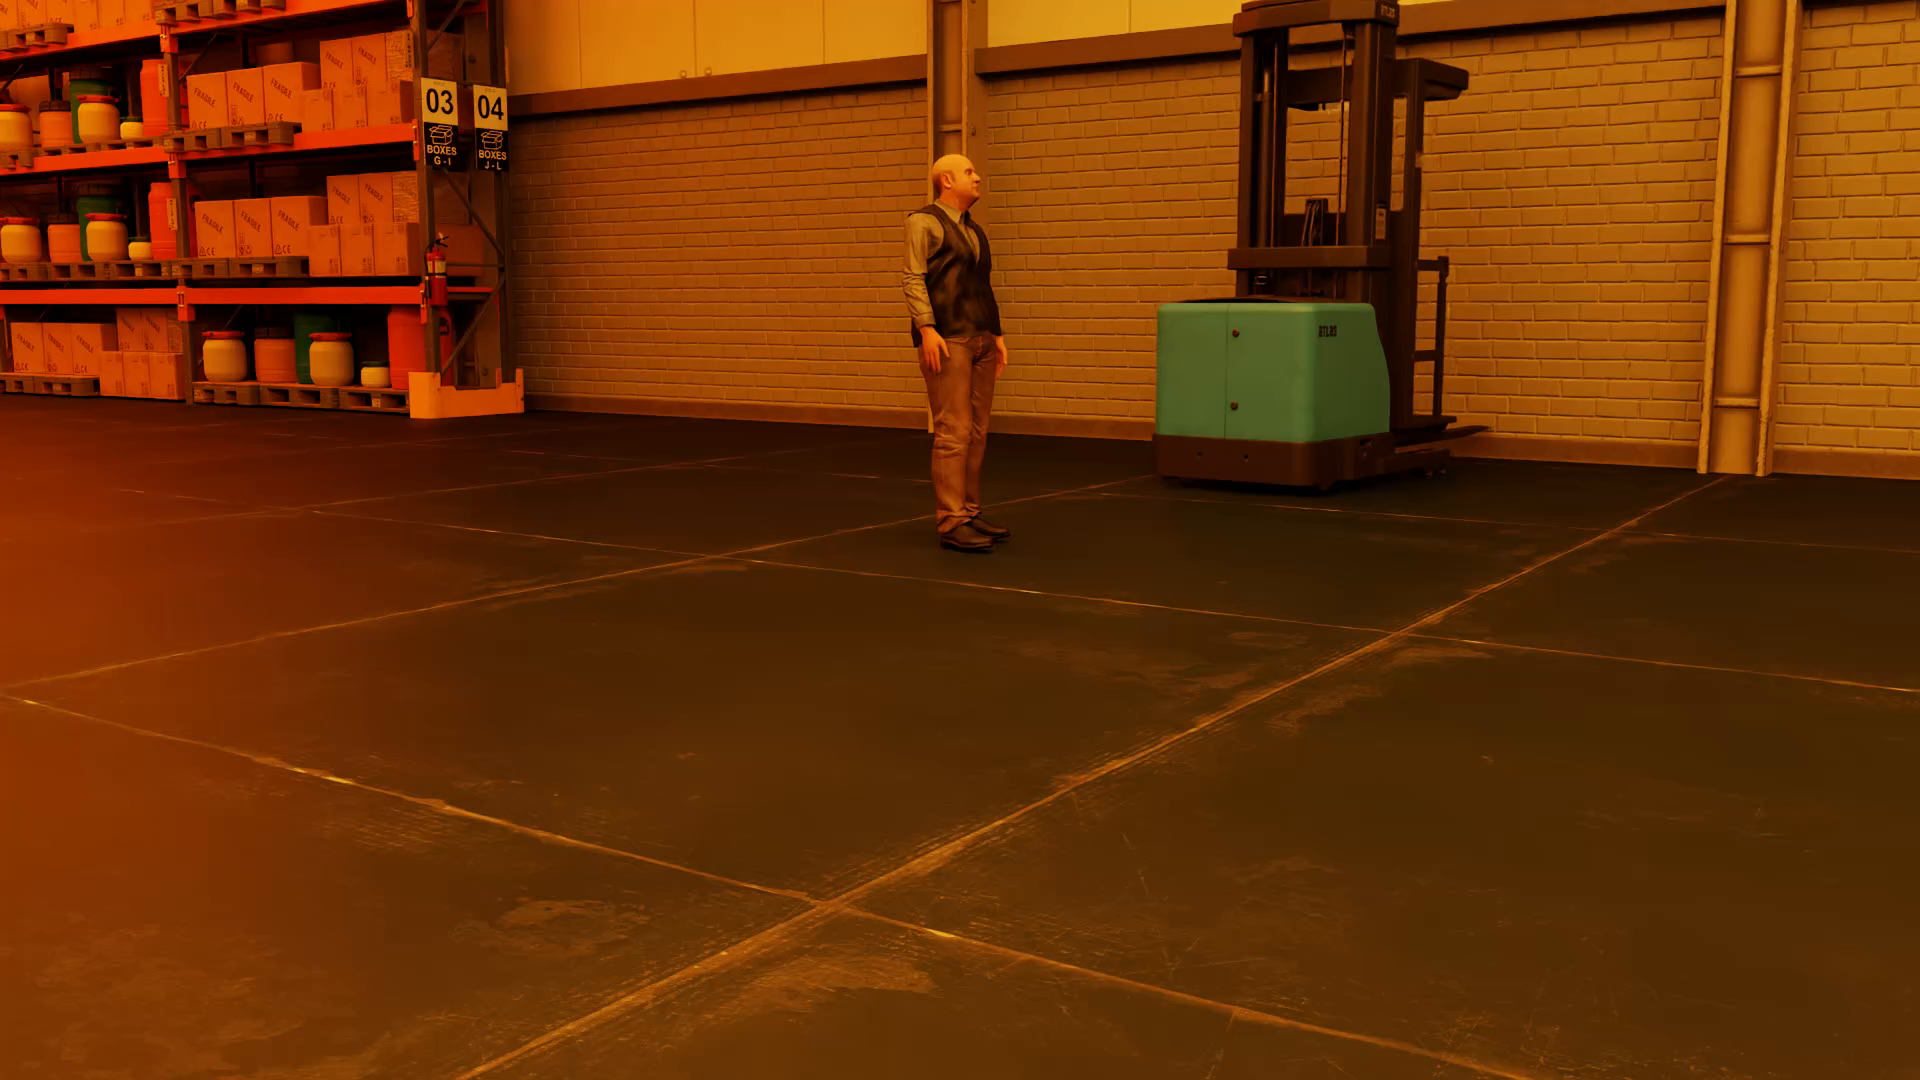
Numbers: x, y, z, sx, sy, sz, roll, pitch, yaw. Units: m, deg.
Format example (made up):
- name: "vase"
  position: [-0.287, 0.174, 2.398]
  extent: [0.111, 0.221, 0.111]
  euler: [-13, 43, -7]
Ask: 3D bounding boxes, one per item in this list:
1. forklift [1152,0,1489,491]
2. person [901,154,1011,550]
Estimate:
- name: "forklift"
  position: [2.457, -1.883, 10.433]
  extent: [1.130, 2.935, 3.031]
  euler: [7, 10, 39]
- name: "person"
  position: [0.048, -0.854, 7.441]
  extent: [0.566, 1.722, 0.634]
  euler: [5, 10, 34]
